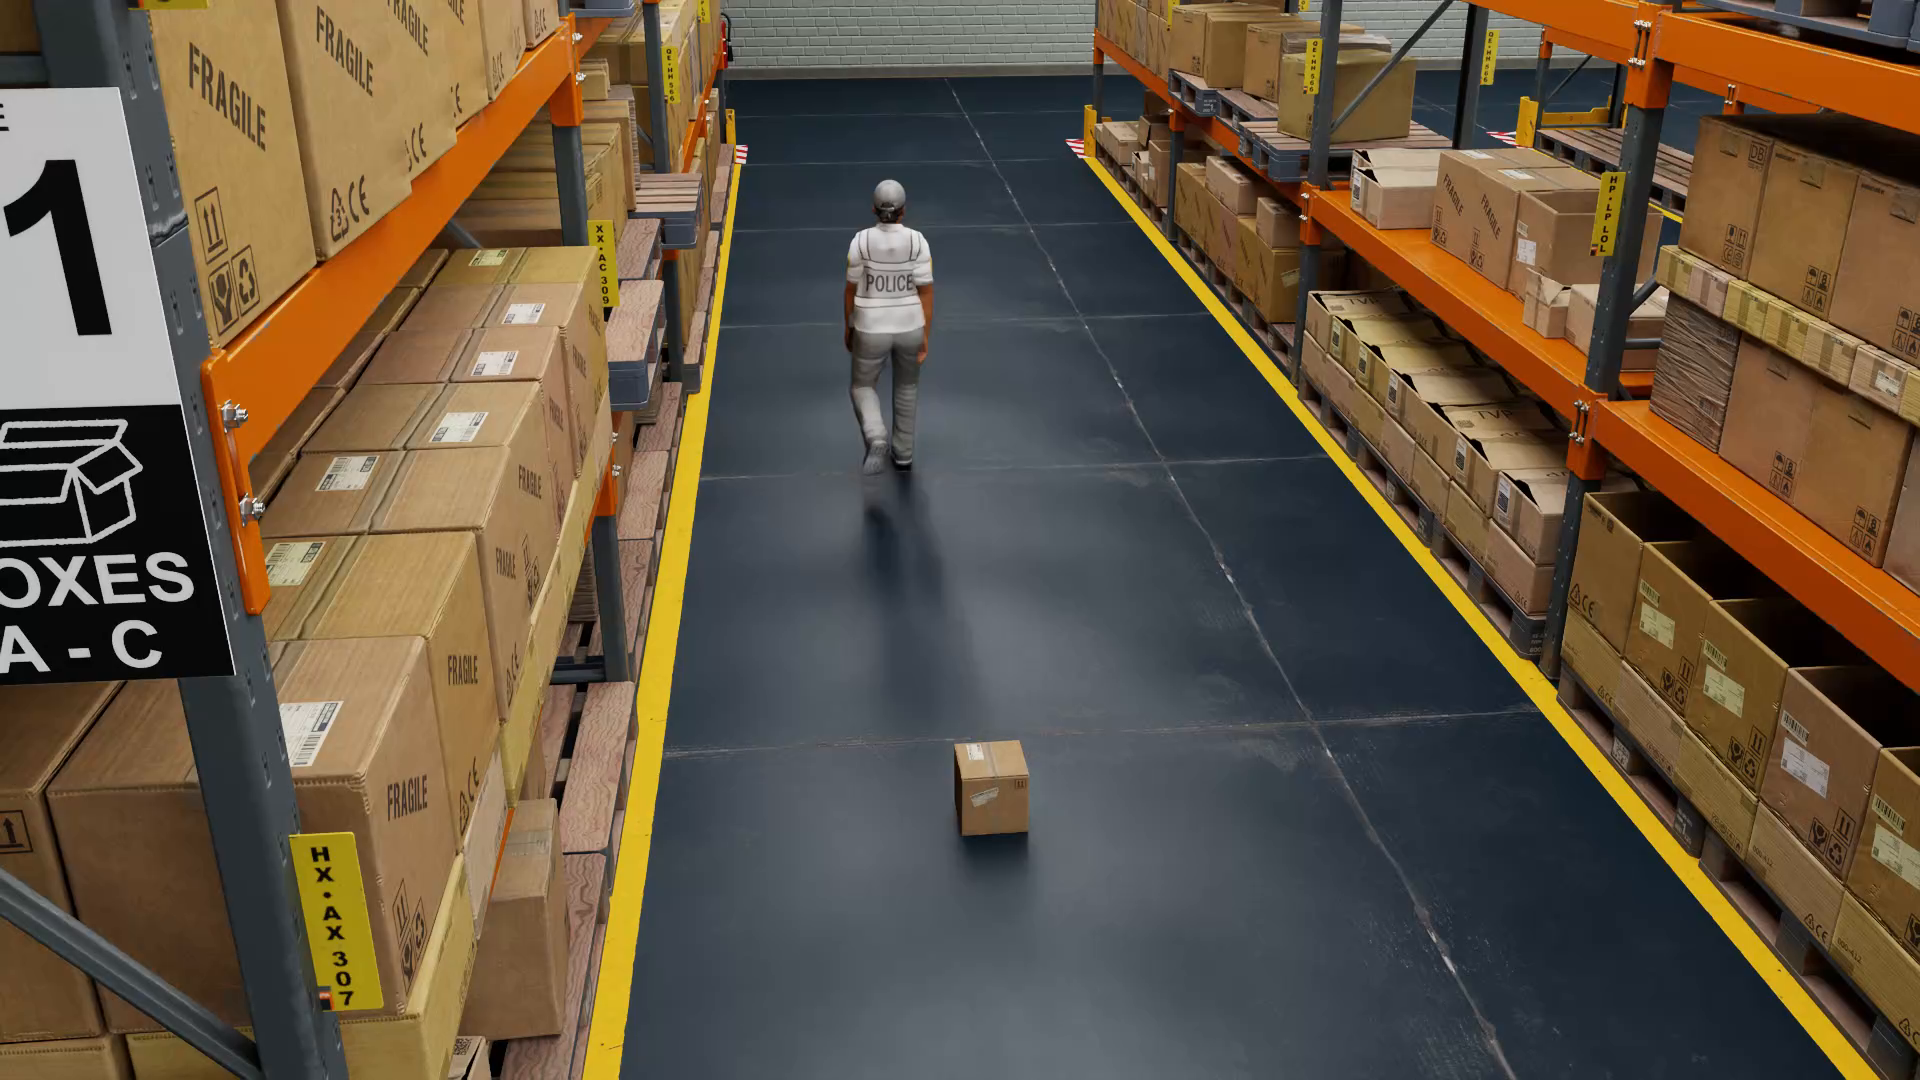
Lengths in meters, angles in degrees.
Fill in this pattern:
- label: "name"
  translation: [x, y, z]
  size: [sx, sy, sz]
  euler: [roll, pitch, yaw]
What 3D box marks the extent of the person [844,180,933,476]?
- label: "person"
  translation: [-0.386, -1.143, 9.135]
  size: [0.477, 1.645, 0.690]
  euler: [-4, 24, -9]
